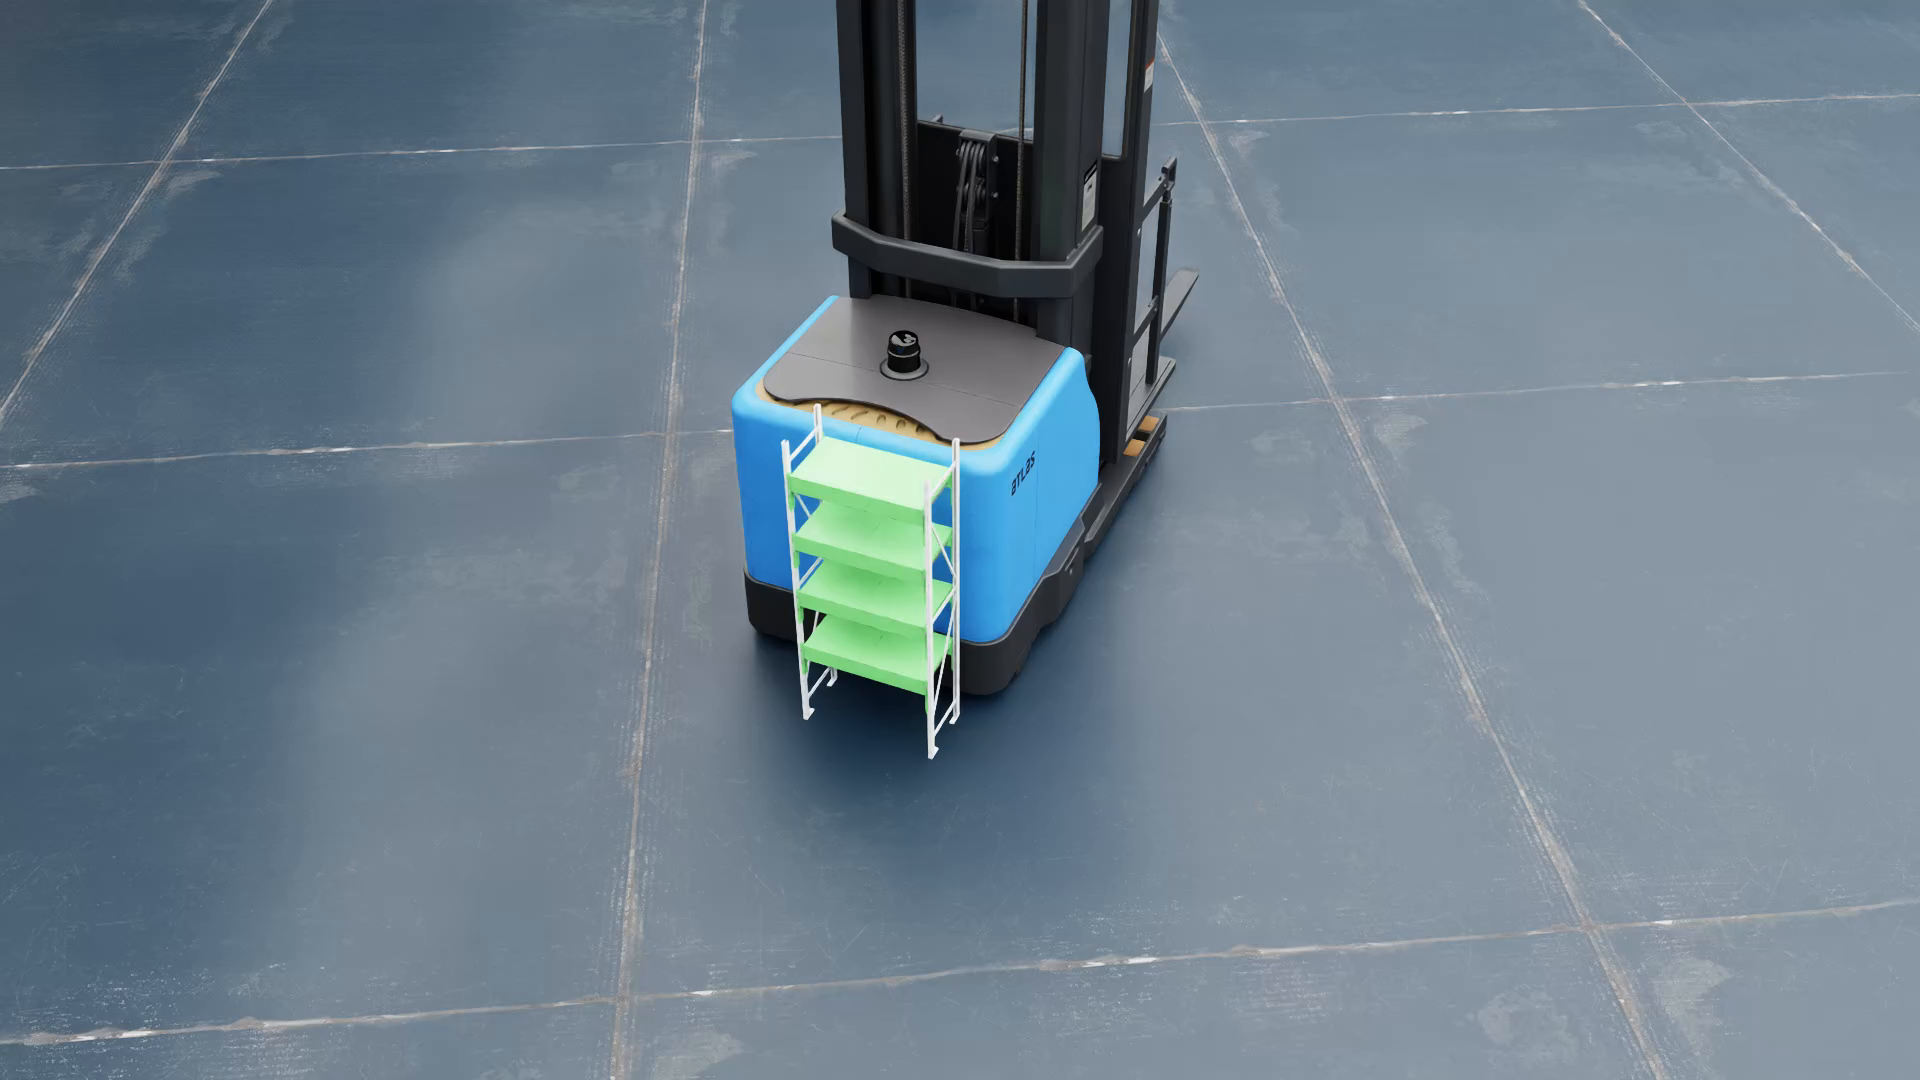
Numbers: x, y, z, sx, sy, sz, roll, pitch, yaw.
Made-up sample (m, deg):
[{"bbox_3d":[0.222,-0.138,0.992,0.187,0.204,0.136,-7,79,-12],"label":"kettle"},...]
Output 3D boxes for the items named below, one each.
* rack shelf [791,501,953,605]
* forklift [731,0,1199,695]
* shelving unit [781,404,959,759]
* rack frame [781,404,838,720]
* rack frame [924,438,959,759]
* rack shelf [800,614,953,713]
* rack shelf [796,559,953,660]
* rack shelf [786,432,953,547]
[{"bbox_3d":[-0.280,0.023,5.468,0.480,0.148,0.258,15,41,18],"label":"rack shelf"},{"bbox_3d":[0.249,-1.509,6.296,1.130,2.935,3.031,15,41,18],"label":"forklift"},{"bbox_3d":[-0.280,0.161,5.577,0.503,1.200,0.258,15,41,18],"label":"shelving unit"},{"bbox_3d":[-0.504,0.101,5.653,0.015,1.200,0.240,15,41,18],"label":"rack frame"},{"bbox_3d":[-0.056,0.221,5.501,0.015,1.200,0.240,15,41,18],"label":"rack frame"},{"bbox_3d":[-0.280,0.400,5.765,0.480,0.148,0.258,15,41,18],"label":"rack shelf"},{"bbox_3d":[-0.280,0.212,5.616,0.480,0.148,0.258,15,41,18],"label":"rack shelf"},{"bbox_3d":[-0.280,-0.165,5.319,0.480,0.148,0.258,15,41,18],"label":"rack shelf"}]
